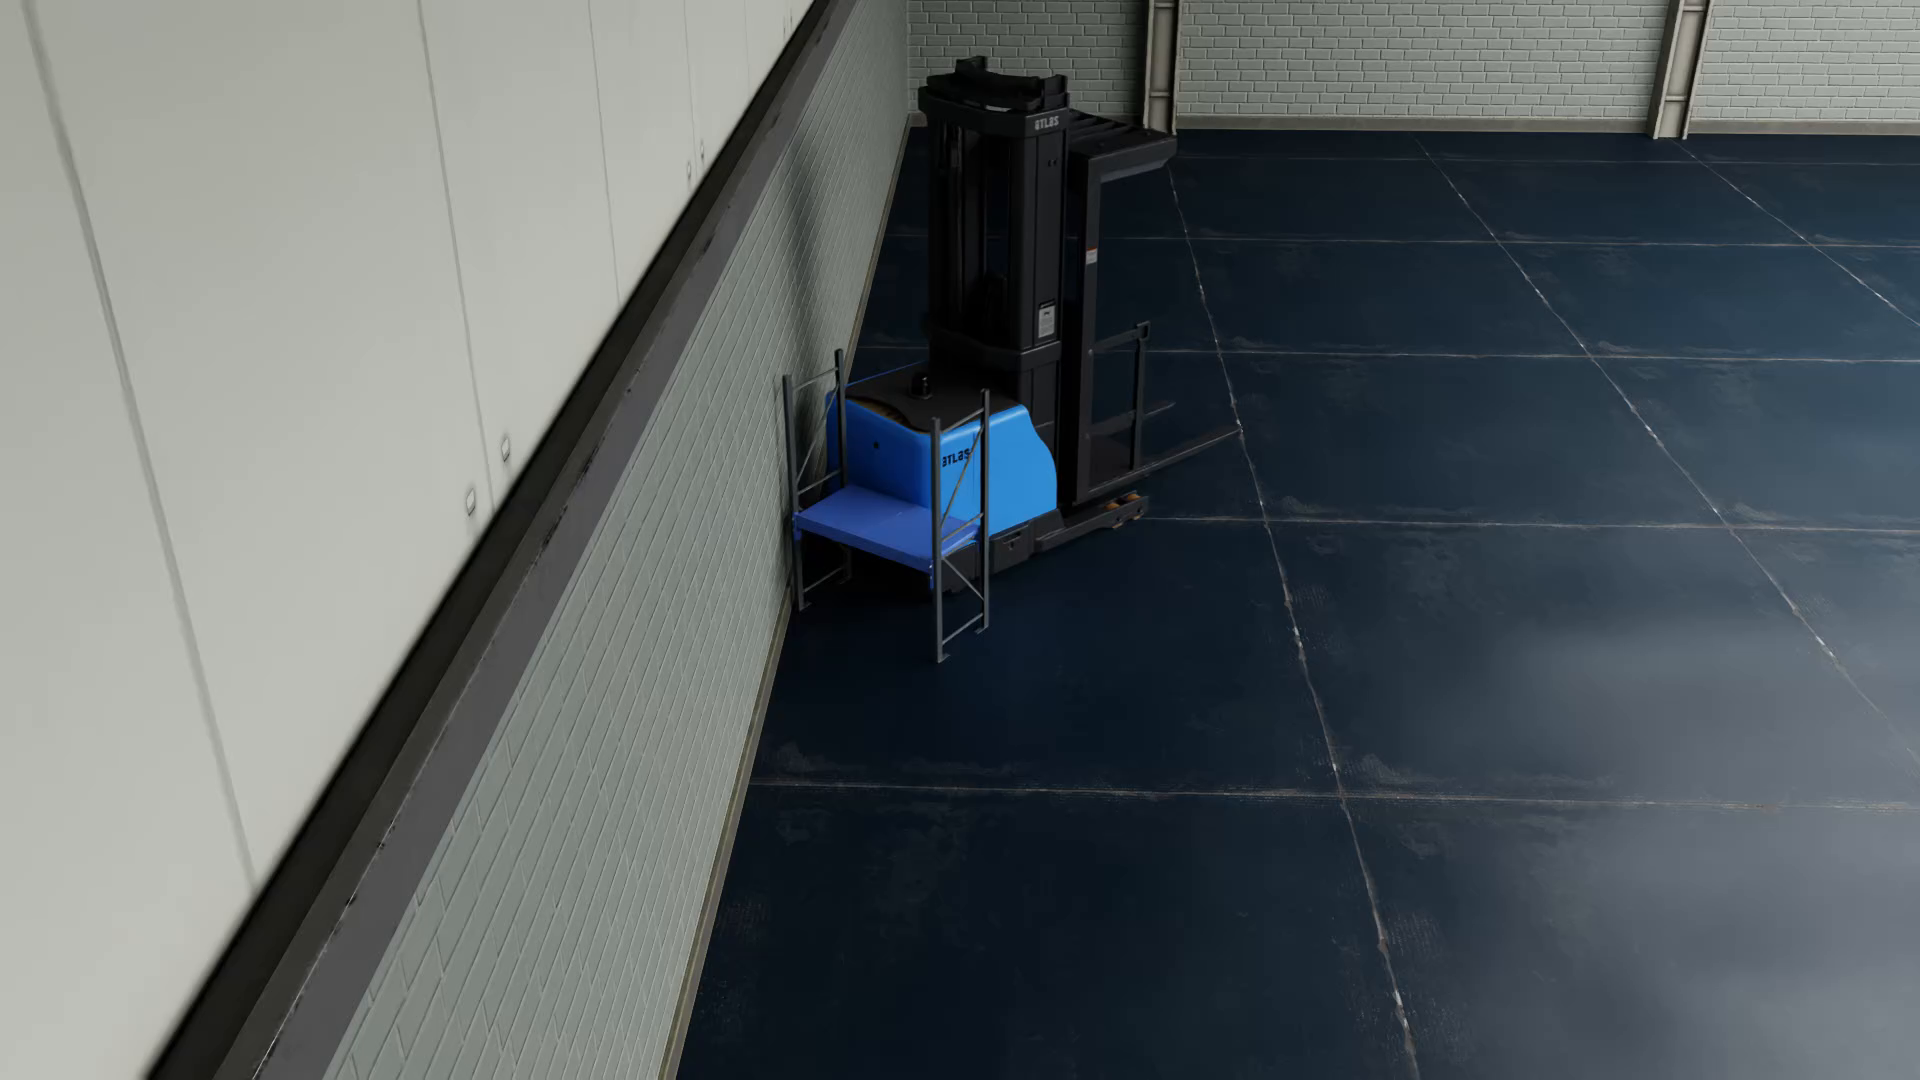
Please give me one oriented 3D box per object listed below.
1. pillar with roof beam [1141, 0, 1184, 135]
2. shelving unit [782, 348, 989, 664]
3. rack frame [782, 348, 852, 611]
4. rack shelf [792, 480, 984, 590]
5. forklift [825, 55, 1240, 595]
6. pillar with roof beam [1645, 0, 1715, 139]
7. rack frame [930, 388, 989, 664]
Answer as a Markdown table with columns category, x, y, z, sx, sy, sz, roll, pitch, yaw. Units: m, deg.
| category | x | y | z | sx | sy | sz | roll | pitch | yaw |
| --- | --- | --- | --- | --- | --- | --- | --- | --- | --- |
| pillar with roof beam | 2.218 | -6.857 | 14.002 | 0.400 | 9.000 | 9.100 | 1 | 28 | 2 |
| shelving unit | -0.409 | -0.200 | 9.447 | 1.048 | 1.500 | 0.538 | 18 | 33 | 31 |
| rack frame | -0.823 | -0.338 | 9.708 | 0.032 | 1.500 | 0.500 | 18 | 33 | 31 |
| rack shelf | -0.408 | -0.041 | 9.532 | 1.000 | 0.185 | 0.538 | 18 | 33 | 31 |
| forklift | 0.607 | -1.535 | 10.442 | 3.031 | 2.935 | 1.130 | -22 | 35 | -35 |
| pillar with roof beam | 8.215 | -6.758 | 13.815 | 0.400 | 9.000 | 9.100 | 1 | 28 | 2 |
| rack frame | 0.005 | -0.062 | 9.187 | 0.032 | 1.500 | 0.500 | 18 | 33 | 31 |
